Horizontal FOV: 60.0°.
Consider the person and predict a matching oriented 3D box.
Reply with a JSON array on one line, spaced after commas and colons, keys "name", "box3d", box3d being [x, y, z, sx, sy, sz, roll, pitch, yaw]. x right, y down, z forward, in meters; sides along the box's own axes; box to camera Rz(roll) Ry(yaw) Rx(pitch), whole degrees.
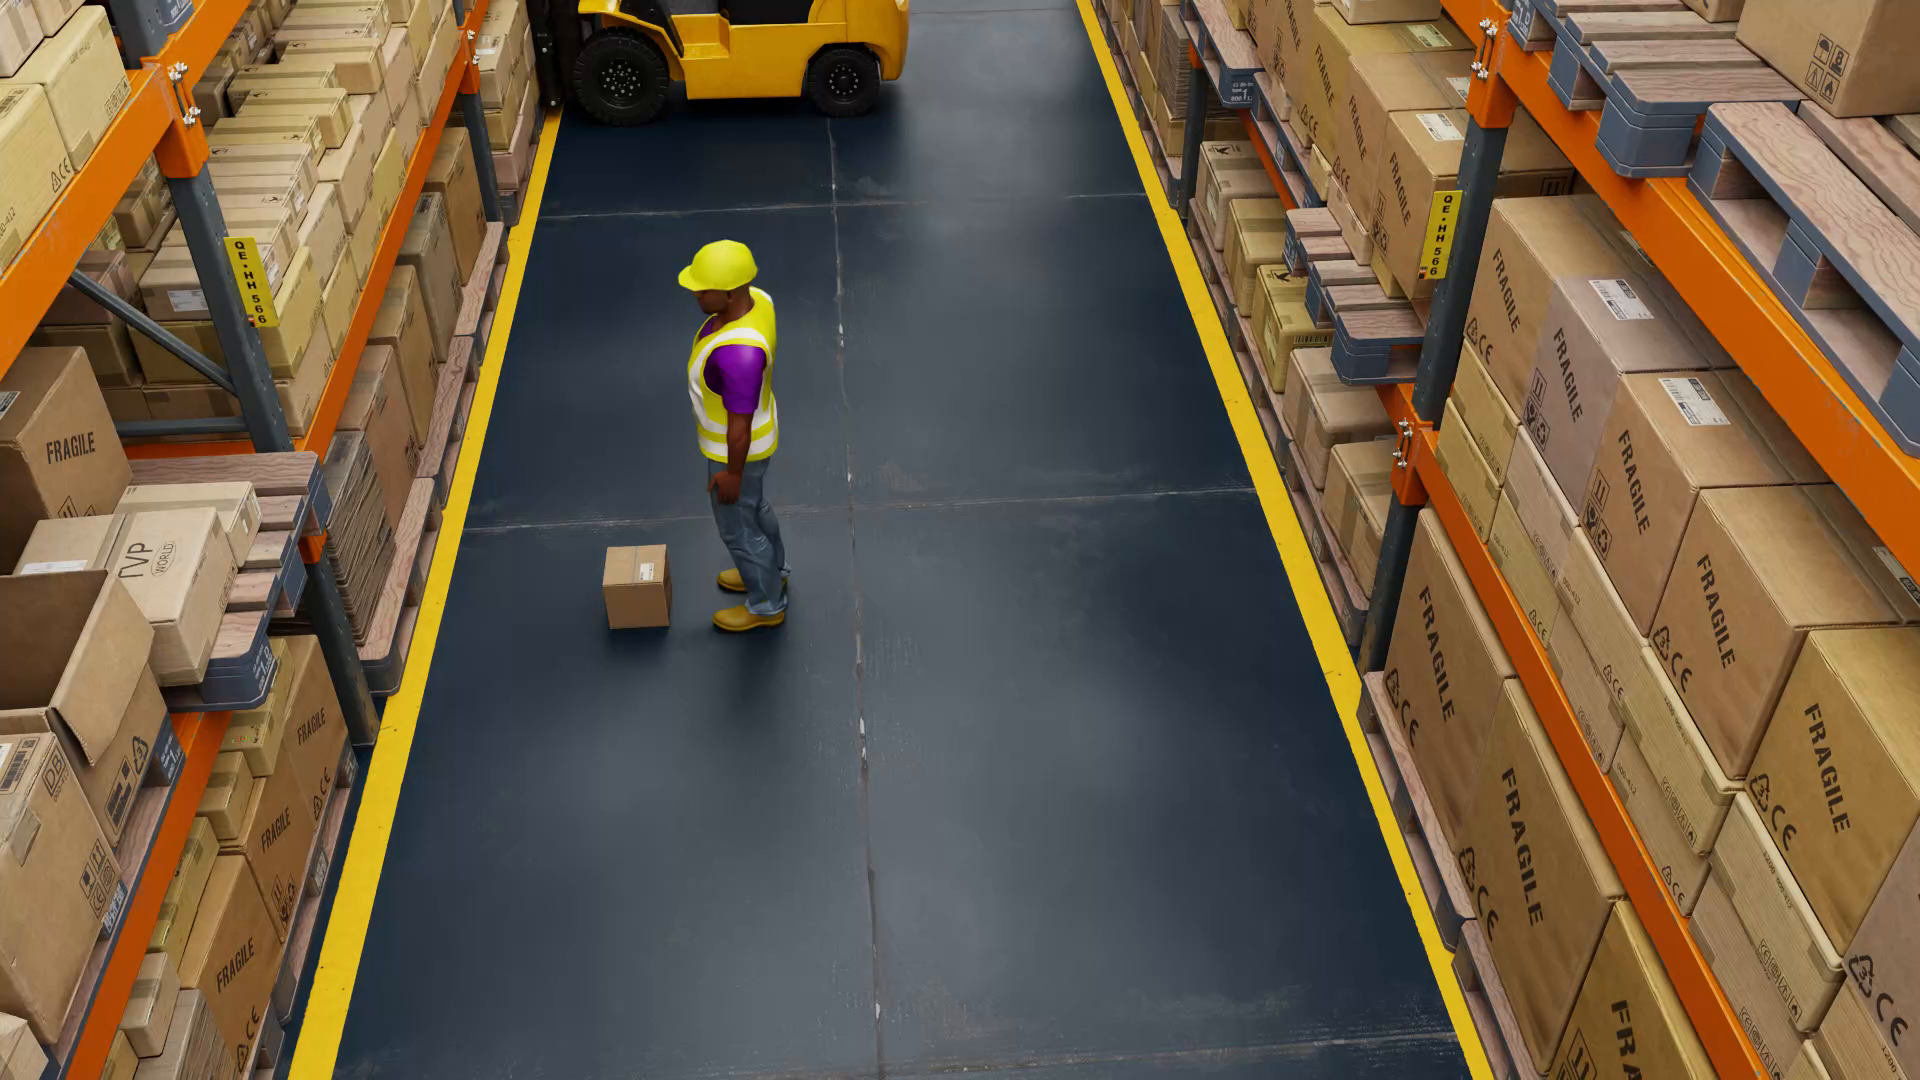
[{"name": "person", "box3d": [-0.882, -0.404, 6.638, 0.360, 1.762, 0.564, -2, 39, -3]}]
